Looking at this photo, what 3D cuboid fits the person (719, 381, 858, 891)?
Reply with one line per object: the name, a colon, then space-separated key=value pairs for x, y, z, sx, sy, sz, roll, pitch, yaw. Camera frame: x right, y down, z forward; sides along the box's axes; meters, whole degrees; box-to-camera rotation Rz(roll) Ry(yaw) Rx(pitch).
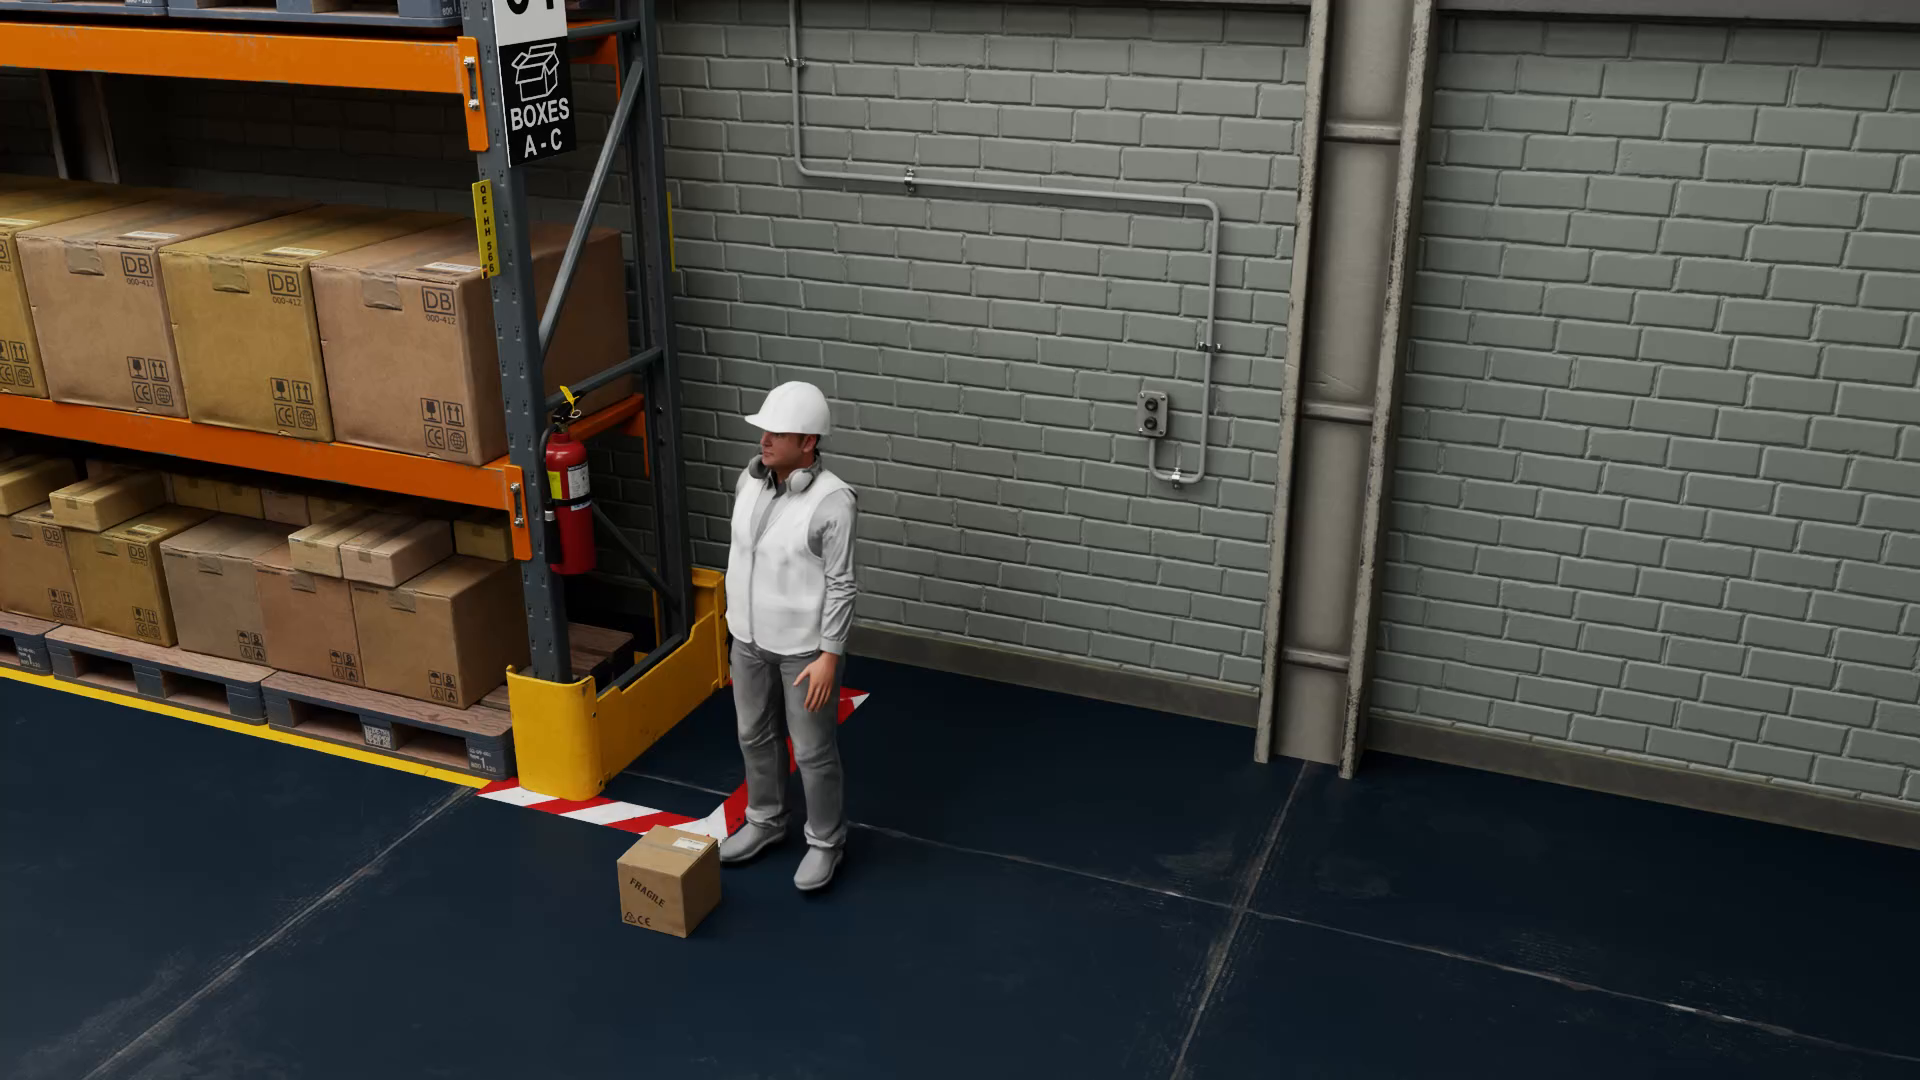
person: x=-0.592 y=0.334 z=5.687 sx=0.584 sy=1.782 sz=0.413 roll=15 pitch=27 yaw=33
